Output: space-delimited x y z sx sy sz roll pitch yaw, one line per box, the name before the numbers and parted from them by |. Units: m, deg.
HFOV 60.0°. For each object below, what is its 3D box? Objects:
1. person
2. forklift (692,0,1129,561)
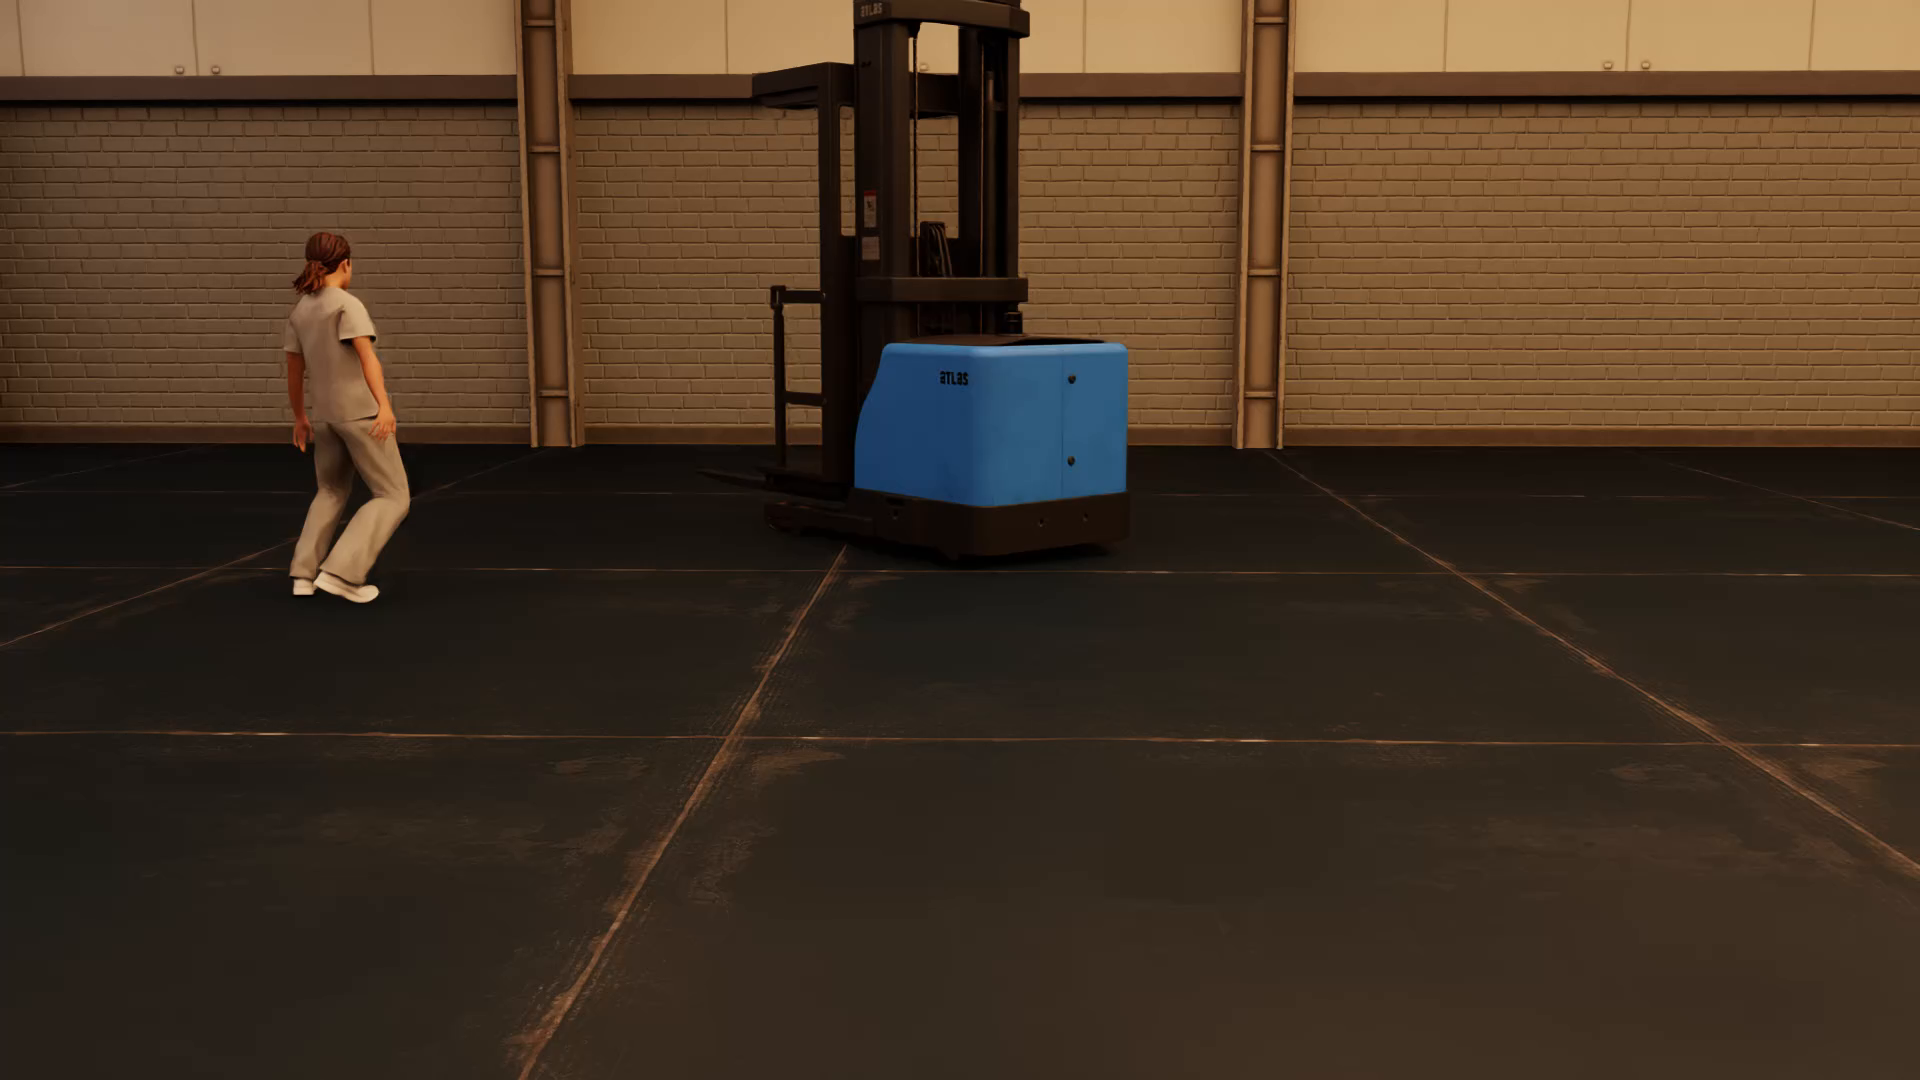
person | -2.711 -0.529 7.207 0.799 1.598 0.477 6 11 34
forklift | -0.451 -1.519 9.243 1.130 2.935 3.031 -7 11 -39
